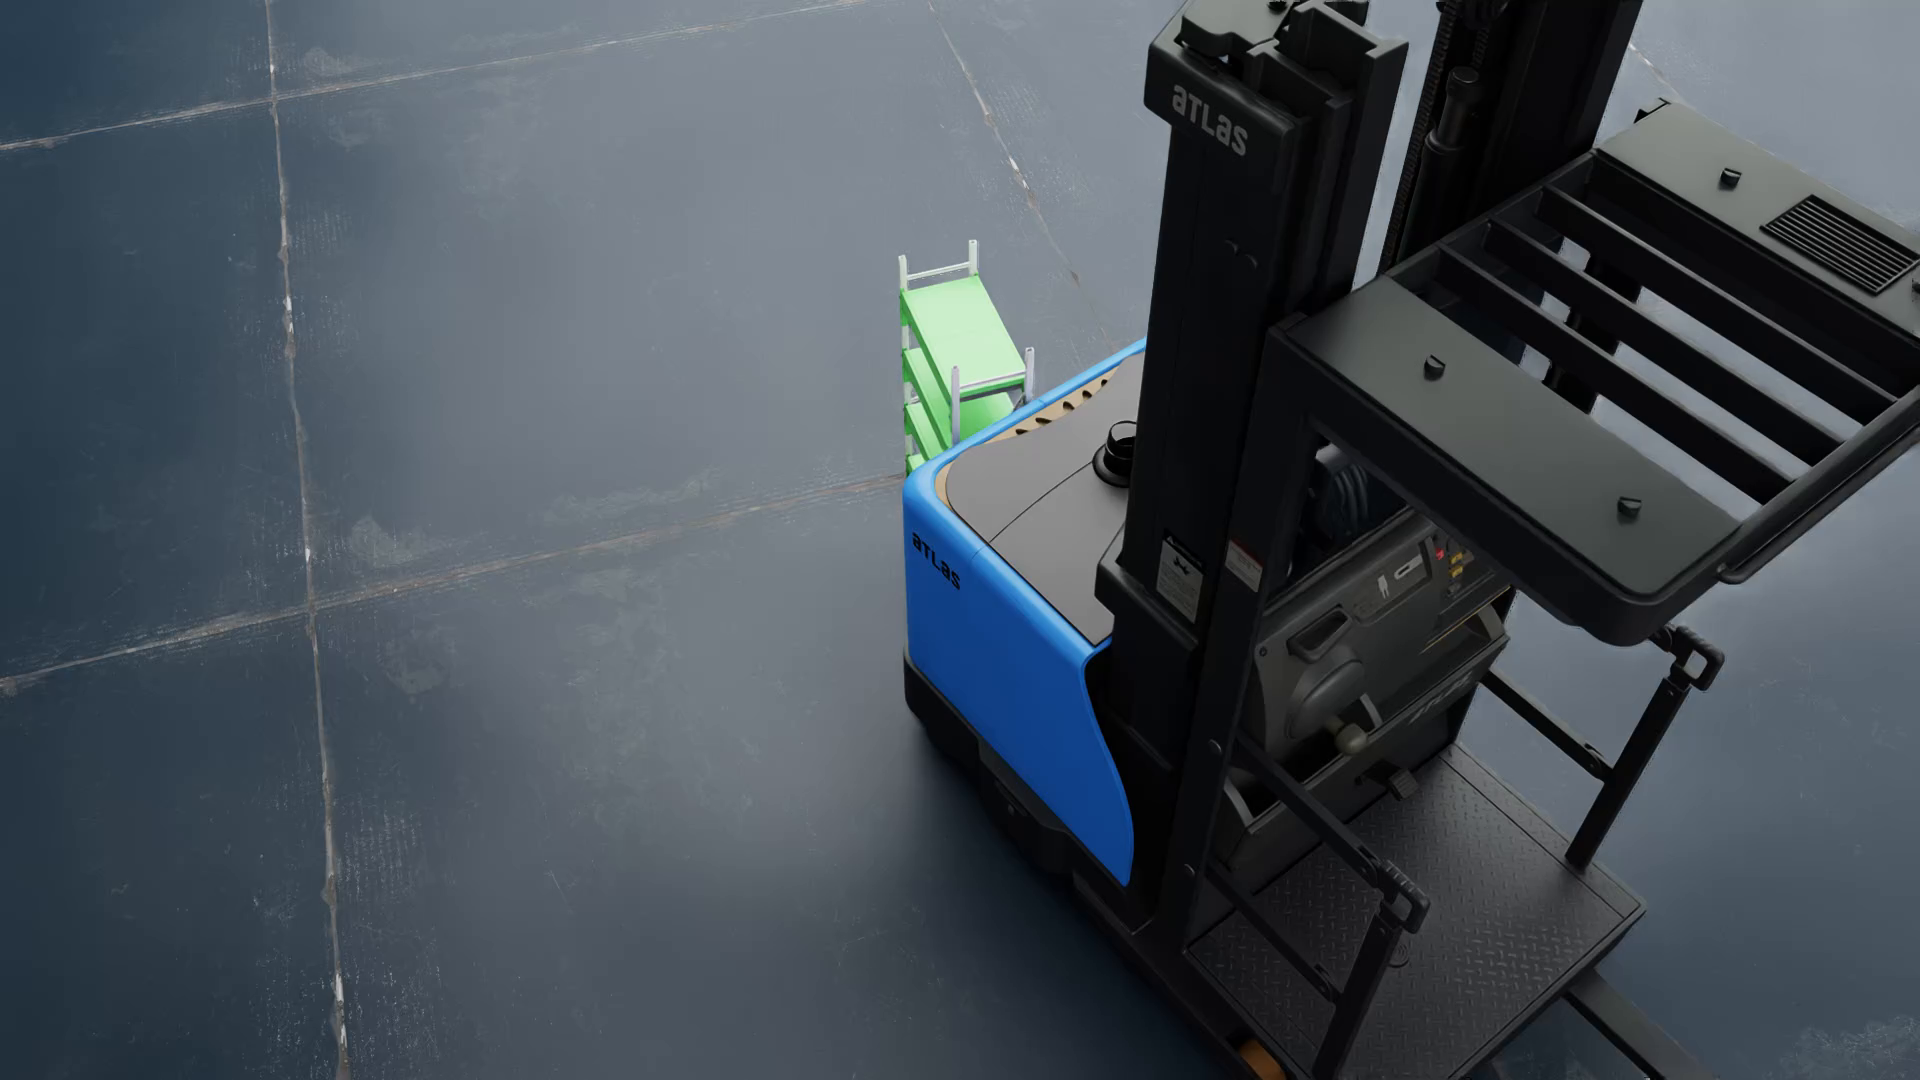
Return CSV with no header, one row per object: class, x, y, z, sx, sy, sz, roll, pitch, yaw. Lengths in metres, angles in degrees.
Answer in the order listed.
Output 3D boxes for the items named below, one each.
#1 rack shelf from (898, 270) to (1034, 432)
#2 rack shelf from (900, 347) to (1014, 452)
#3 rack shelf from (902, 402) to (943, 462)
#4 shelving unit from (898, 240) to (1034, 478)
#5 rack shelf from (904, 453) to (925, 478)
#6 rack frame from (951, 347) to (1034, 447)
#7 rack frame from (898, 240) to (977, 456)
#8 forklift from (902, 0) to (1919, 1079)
rack shelf,0.013,-0.561,4.894,0.258,0.148,0.480,-14,51,-12
rack shelf,0.013,-0.407,5.078,0.258,0.148,0.480,-14,51,-12
rack shelf,0.013,-0.252,5.261,0.258,0.148,0.480,-14,51,-12
shelving unit,0.013,-0.293,5.212,0.258,1.200,0.503,-14,51,-12
rack shelf,0.013,-0.097,5.445,0.258,0.148,0.480,-14,51,-12
rack frame,0.091,-0.117,5.063,0.240,1.200,0.015,-14,51,-12
rack frame,-0.065,-0.470,5.361,0.240,1.200,0.015,-14,51,-12
forklift,1.131,0.236,3.634,1.130,2.935,3.031,-31,56,-23
